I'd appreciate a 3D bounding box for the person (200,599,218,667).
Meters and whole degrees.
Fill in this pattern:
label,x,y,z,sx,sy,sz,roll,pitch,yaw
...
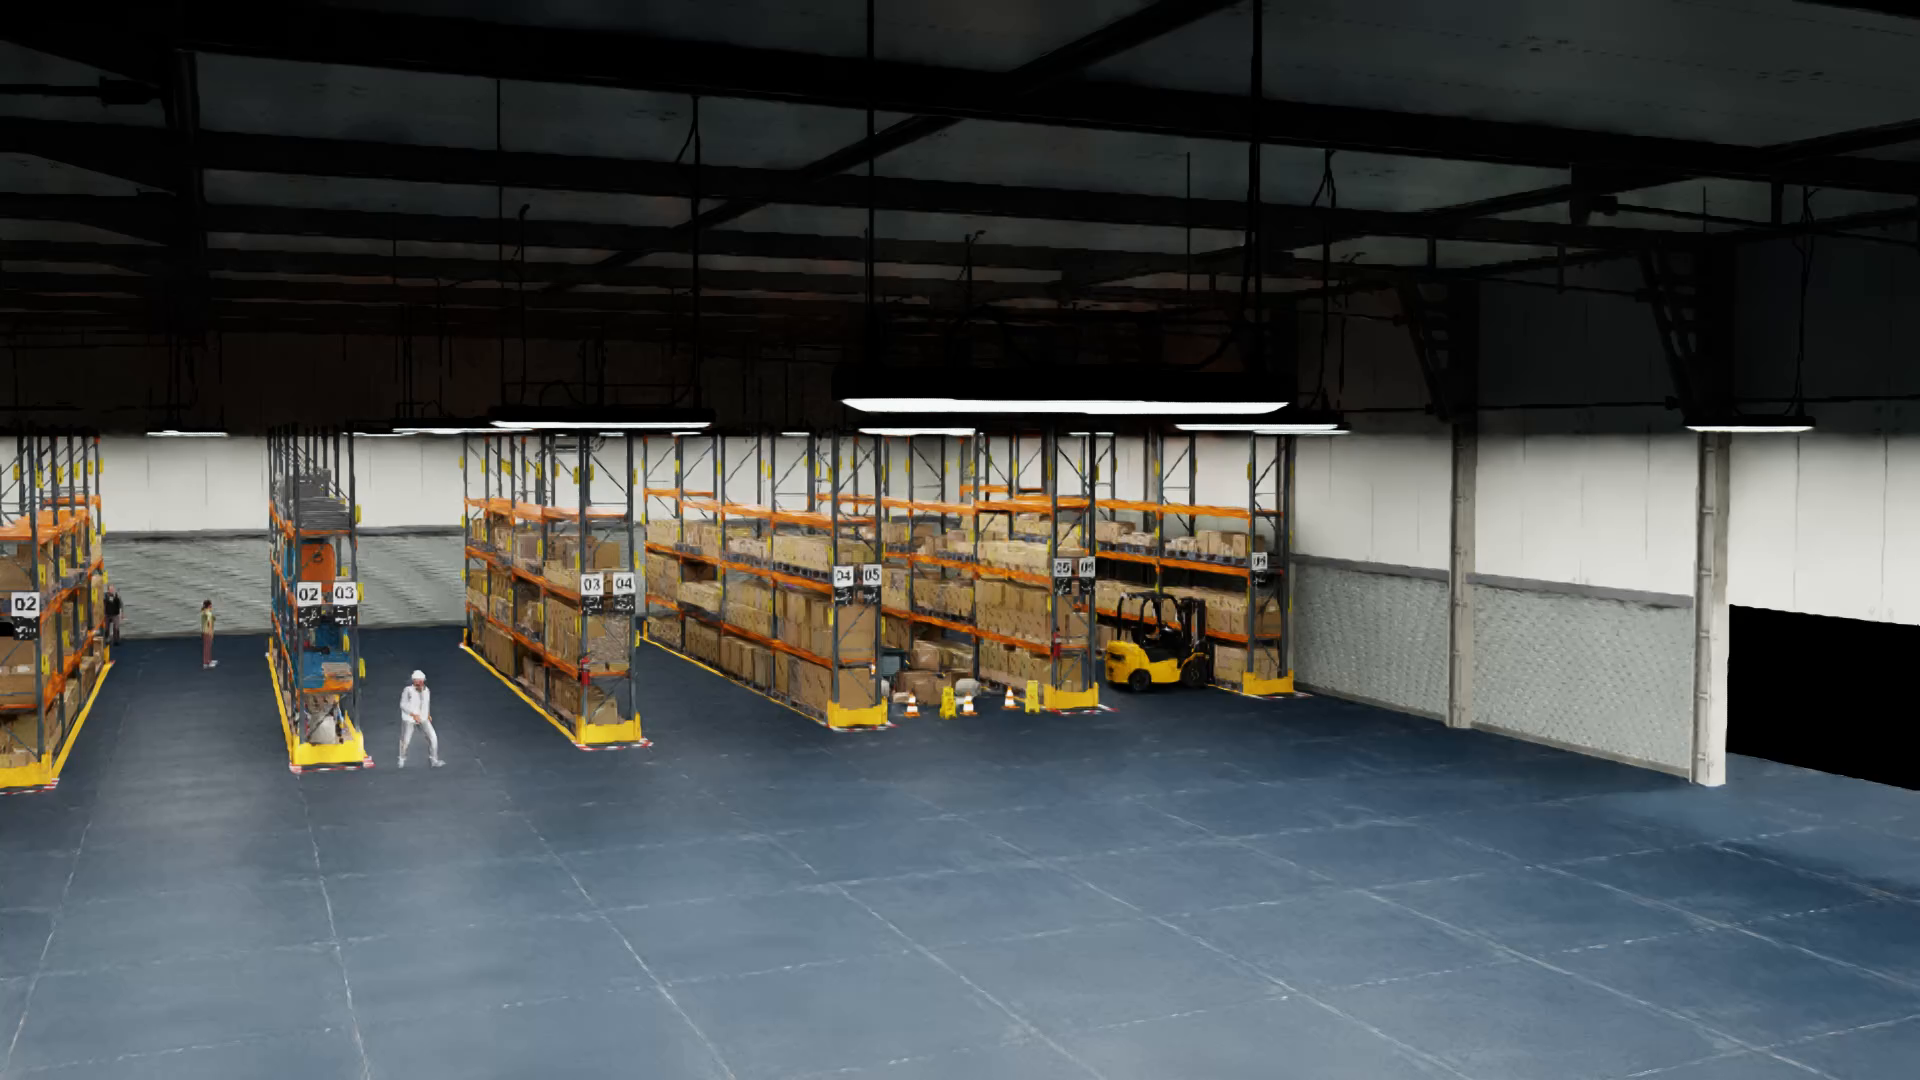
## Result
label,x,y,z,sx,sy,sz,roll,pitch,yaw
person,-18.821,2.322,41.718,0.454,1.679,0.536,-3,5,-45

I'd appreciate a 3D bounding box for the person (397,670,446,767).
label,x,y,z,sx,sy,sz,roll,pitch,yaw
person,-9.443,3.092,28.905,0.685,1.715,0.795,-3,5,-43

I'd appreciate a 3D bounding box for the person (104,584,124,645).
label,x,y,z,sx,sy,sz,roll,pitch,yaw
person,-23.581,2.062,46.187,0.662,1.688,0.678,-2,4,-32

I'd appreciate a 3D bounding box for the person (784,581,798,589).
label,x,y,z,sx,sy,sz,roll,pitch,yaw
person,-5.366,1.705,53.063,0.508,1.599,0.527,2,4,31
